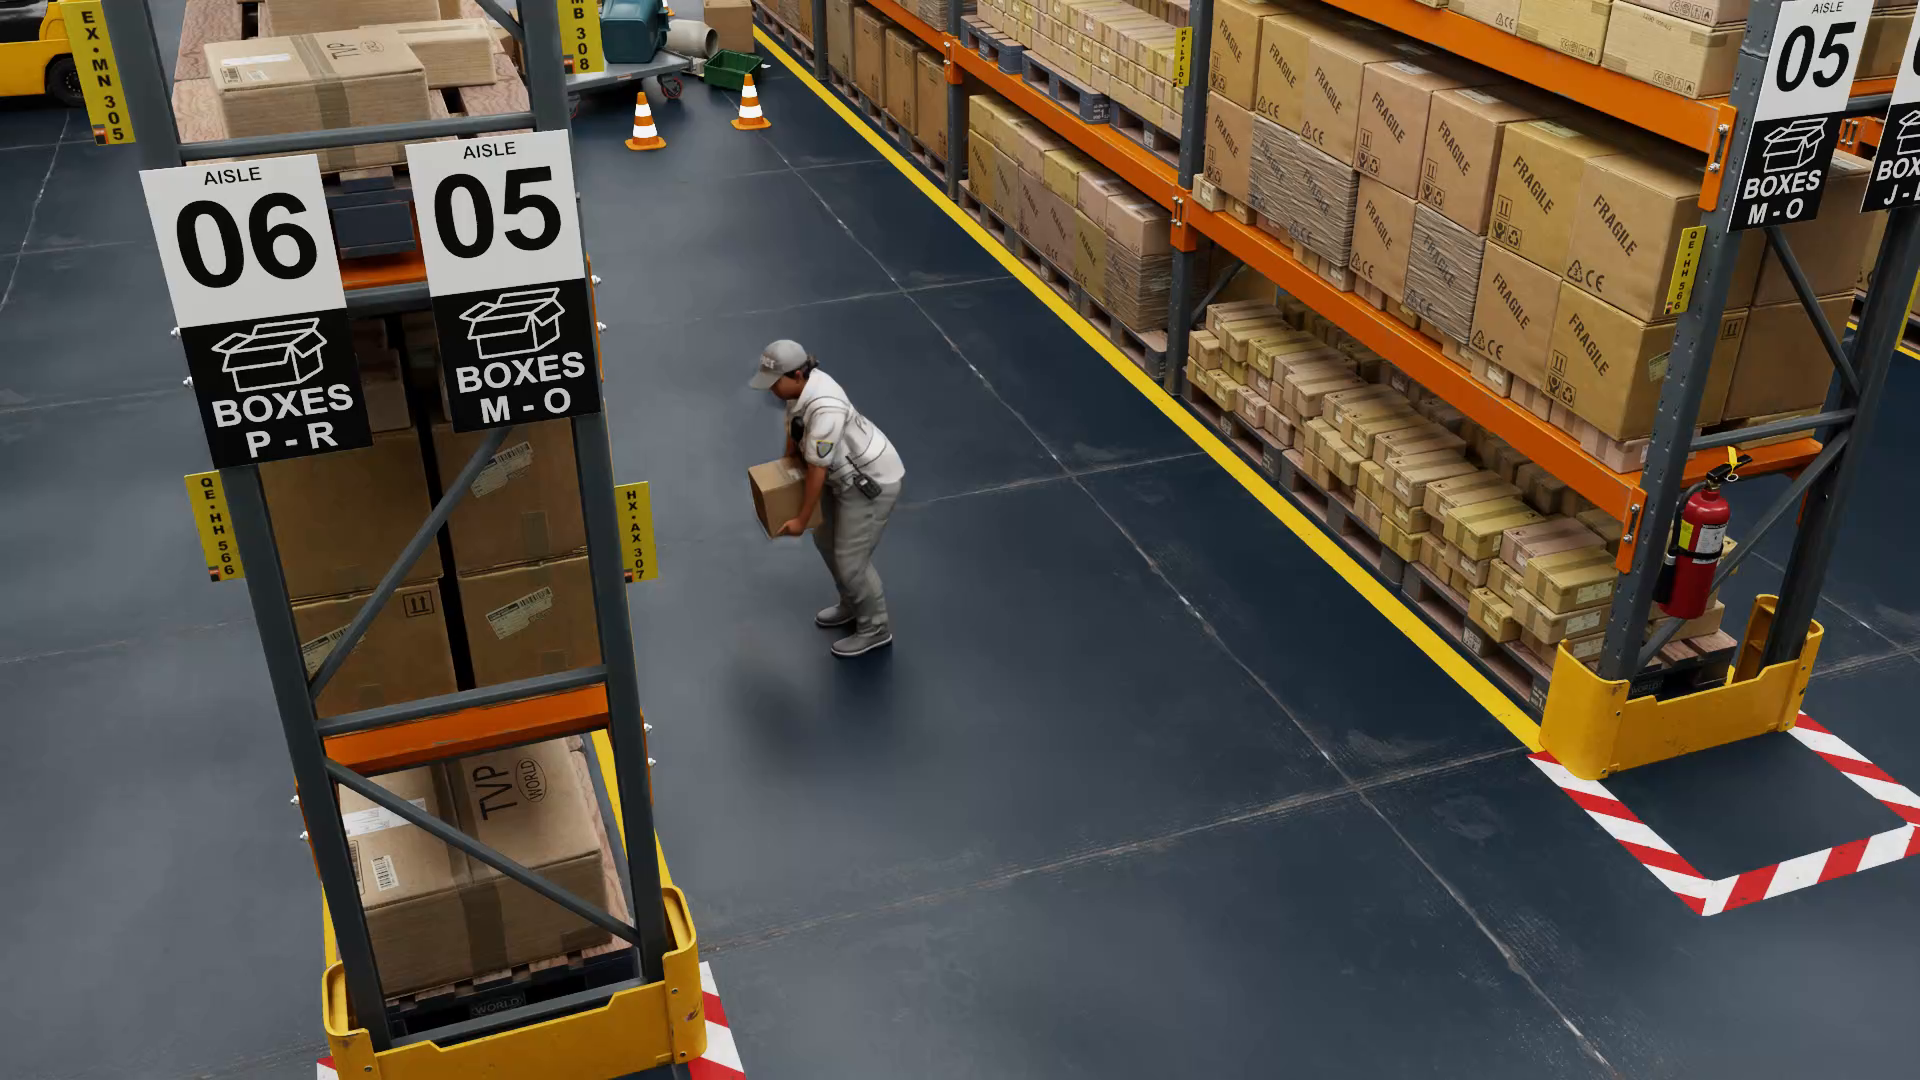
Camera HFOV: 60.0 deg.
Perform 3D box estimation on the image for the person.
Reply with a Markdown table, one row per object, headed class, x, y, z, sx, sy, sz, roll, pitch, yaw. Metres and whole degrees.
| class | x | y | z | sx | sy | sz | roll | pitch | yaw |
| --- | --- | --- | --- | --- | --- | --- | --- | --- | --- |
| person | -0.600 | -0.209 | 7.593 | 0.684 | 1.571 | 0.456 | -11 | 32 | -18 |
